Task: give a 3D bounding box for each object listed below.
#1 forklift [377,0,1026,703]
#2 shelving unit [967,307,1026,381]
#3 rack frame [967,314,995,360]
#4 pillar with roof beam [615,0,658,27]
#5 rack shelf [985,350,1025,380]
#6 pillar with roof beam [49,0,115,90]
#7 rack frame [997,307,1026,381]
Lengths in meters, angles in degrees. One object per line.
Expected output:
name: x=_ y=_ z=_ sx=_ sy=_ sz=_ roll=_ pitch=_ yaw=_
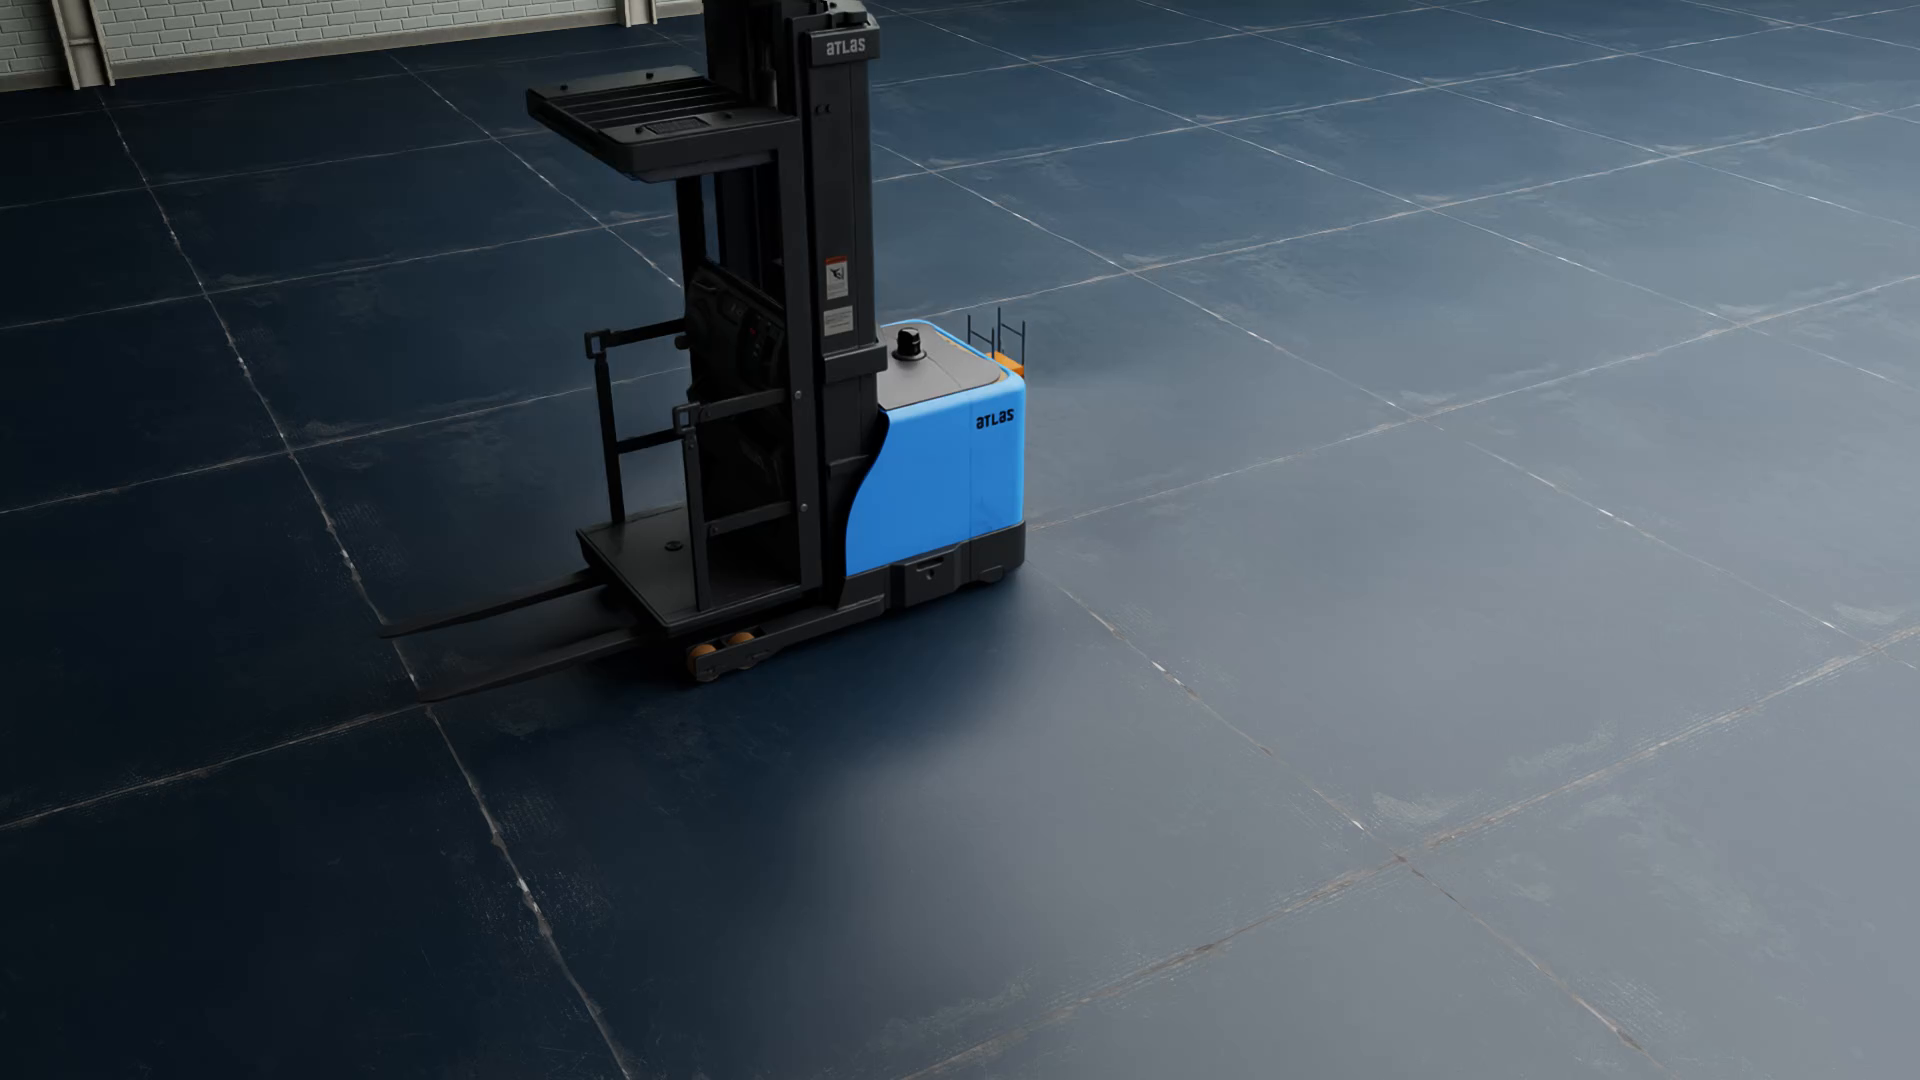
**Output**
forklift: x=-1.189 y=-0.929 z=7.400 sx=3.031 sy=2.935 sz=1.130 roll=-17 pitch=33 yaw=-28
shelving unit: x=0.181 y=-0.581 z=8.562 sx=0.189 sy=1.200 sz=0.258 roll=-17 pitch=33 yaw=-28
rack frame: x=0.104 y=-0.558 z=8.519 sx=0.006 sy=1.200 sz=0.240 roll=-17 pitch=33 yaw=-28
pillar with roof beam: x=-1.706 y=-8.376 z=14.614 sx=0.400 sy=9.000 sz=9.100 roll=-16 pitch=33 yaw=-26
rack shelf: x=0.181 y=-0.858 z=8.409 sx=0.180 sy=0.103 sz=0.258 roll=-17 pitch=33 yaw=-28
pillar with roof beam: x=-6.879 y=-6.907 z=11.952 sx=0.400 sy=9.000 sz=9.100 roll=-16 pitch=33 yaw=-26
rack frame: x=0.258 y=-0.605 z=8.605 sx=0.006 sy=1.200 sz=0.240 roll=-17 pitch=33 yaw=-28
